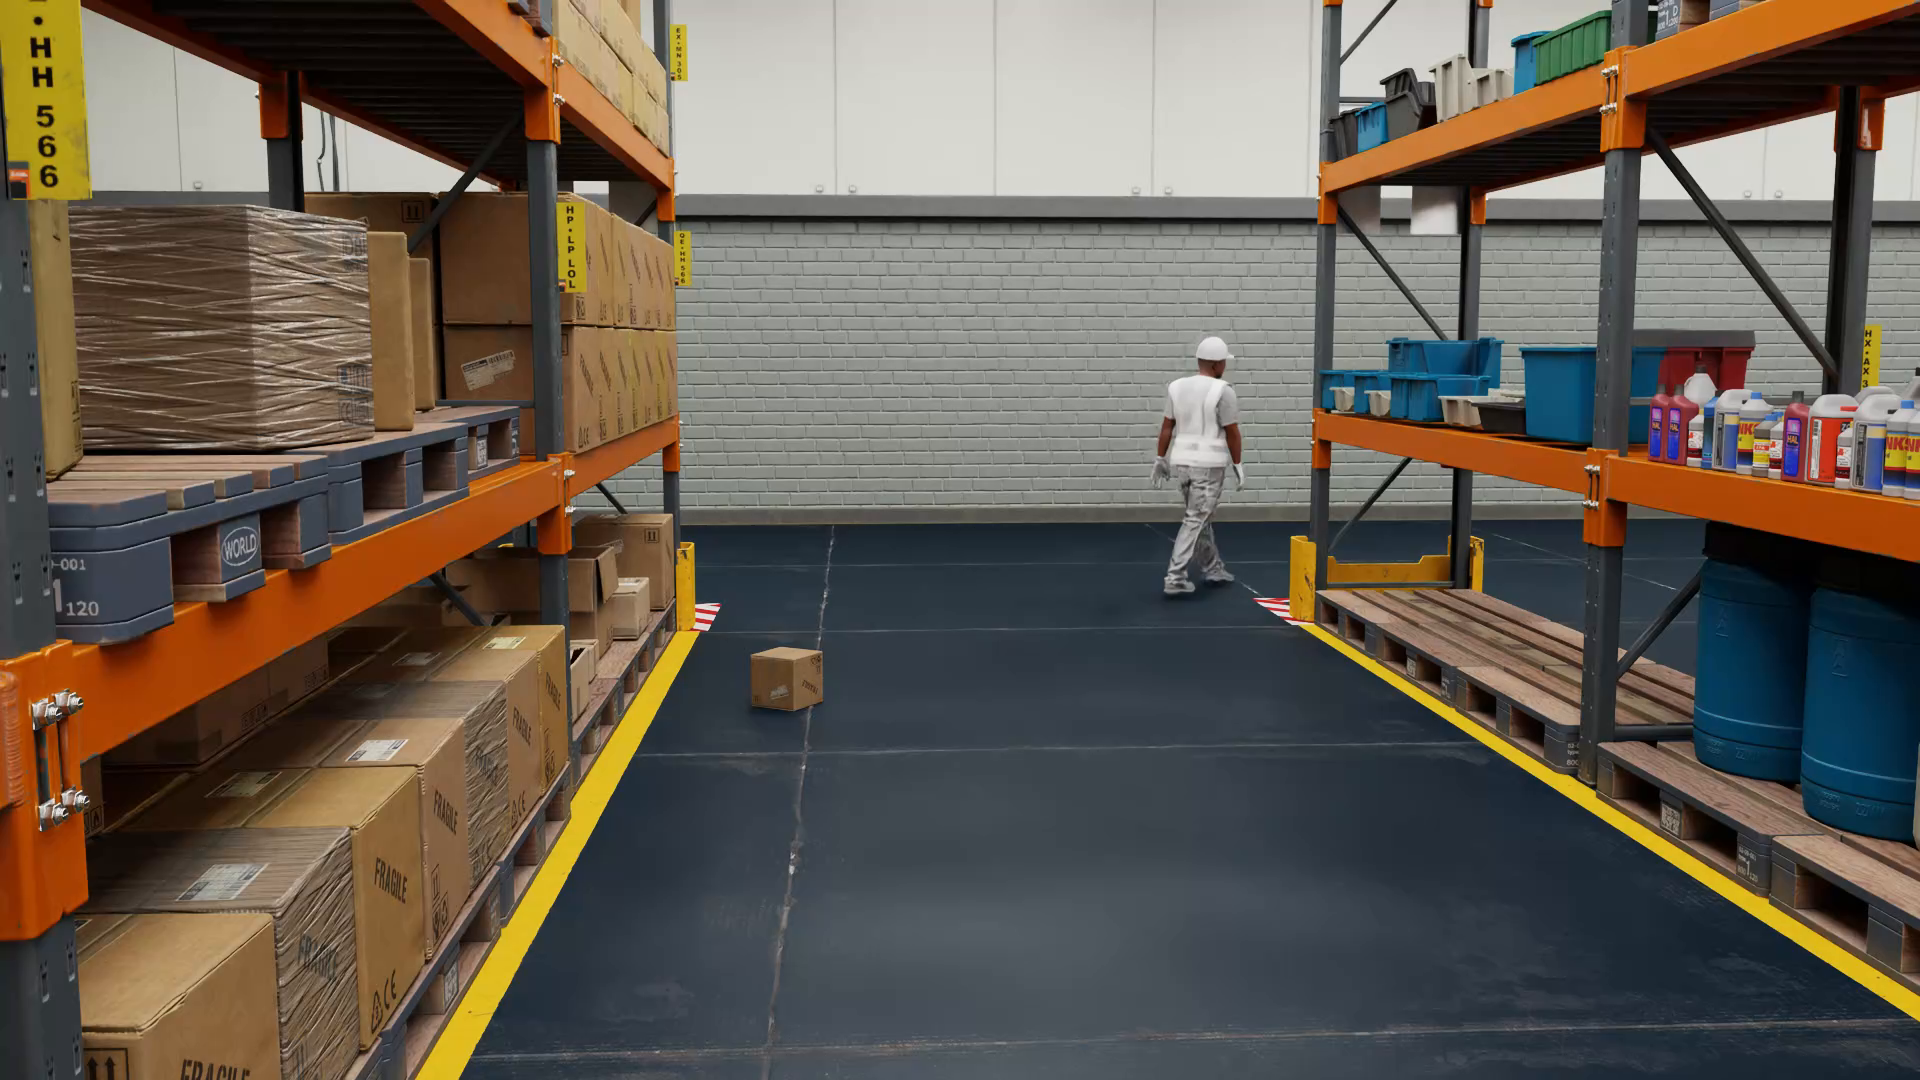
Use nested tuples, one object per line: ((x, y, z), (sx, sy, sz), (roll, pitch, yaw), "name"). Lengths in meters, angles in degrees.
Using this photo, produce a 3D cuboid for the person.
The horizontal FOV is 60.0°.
((1.728, -0.523, 11.489), (0.923, 1.746, 0.608), (-6, 9, -40), "person")
